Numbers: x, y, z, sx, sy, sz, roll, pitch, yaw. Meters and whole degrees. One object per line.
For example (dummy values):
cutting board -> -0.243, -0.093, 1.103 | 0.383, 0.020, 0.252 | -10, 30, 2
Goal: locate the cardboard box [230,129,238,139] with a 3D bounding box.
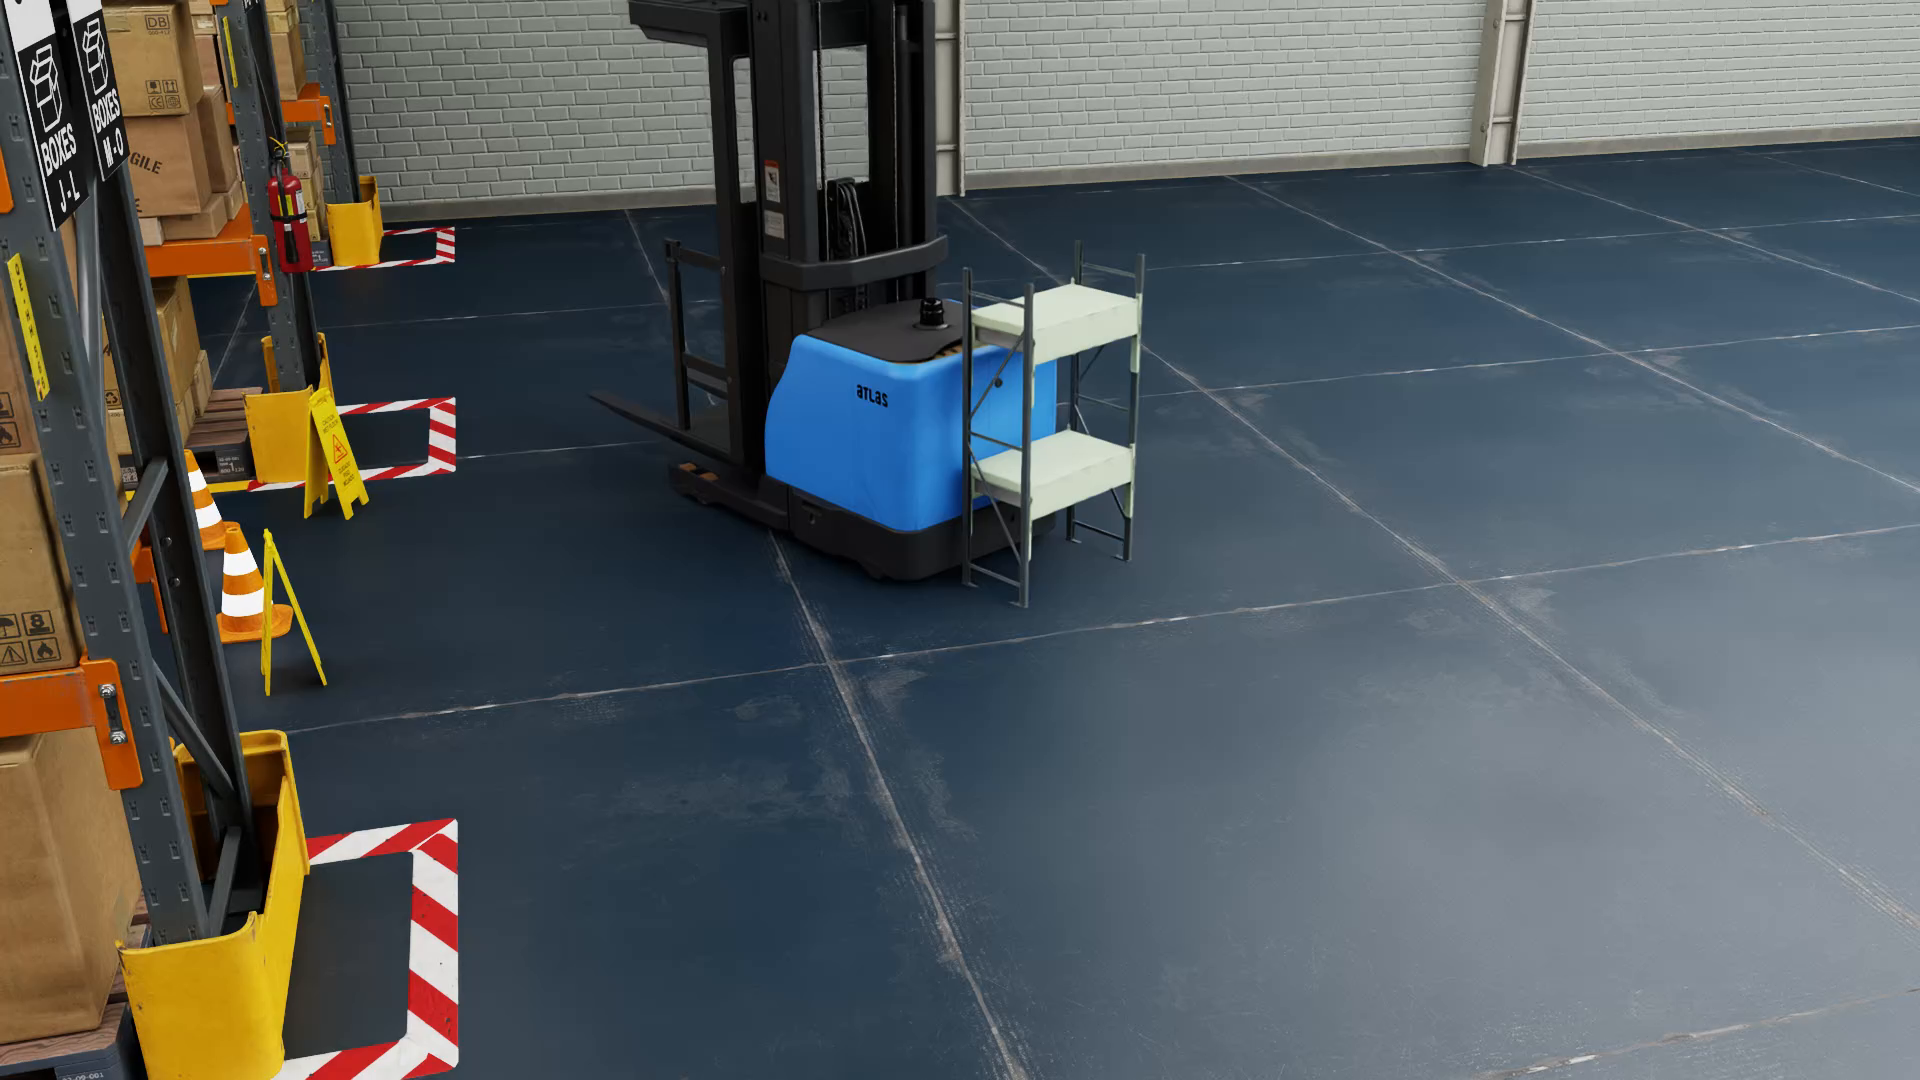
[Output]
cardboard box -> -6.039, -3.161, 13.498 | 0.500, 0.250, 0.500 | -6, 24, -14

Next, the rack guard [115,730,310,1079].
rack guard -> -2.243, 1.093, 5.068 | 0.348, 0.500, 1.175 | -6, 24, -14

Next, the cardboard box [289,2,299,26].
cardboard box -> -5.441, -4.212, 13.313 | 0.250, 0.149, 0.380 | -7, 24, -16

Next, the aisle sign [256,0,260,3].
aisle sign -> -3.724, -3.240, 8.701 | 0.004, 0.787, 0.394 | -6, 24, -14

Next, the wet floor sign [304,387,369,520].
wet floor sign -> -3.228, -0.454, 8.489 | 0.232, 0.644, 0.267 | 2, 23, 4

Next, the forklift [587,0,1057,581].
forklift -> -0.895, -1.653, 8.385 | 1.130, 2.935, 3.031 | -20, 30, -39

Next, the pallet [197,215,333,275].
pallet -> -5.770, -2.427, 13.638 | 1.213, 0.211, 1.003 | -6, 24, -14

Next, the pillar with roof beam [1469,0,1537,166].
pillar with roof beam -> 6.758, -6.474, 11.926 | 0.400, 9.000, 9.100 | -6, 24, -14

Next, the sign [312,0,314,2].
sign -> -4.911, -4.239, 12.556 | 0.005, 0.325, 0.100 | -6, 24, -14

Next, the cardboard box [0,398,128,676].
cardboard box -> -2.611, -0.065, 4.407 | 0.550, 0.550, 0.875 | -6, 24, -14

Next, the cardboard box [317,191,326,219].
cardboard box -> -5.570, -2.757, 13.825 | 0.500, 0.250, 0.500 | -6, 24, -14

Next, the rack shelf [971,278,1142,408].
rack shelf -> 0.418, -0.893, 7.441 | 0.431, 0.370, 0.720 | 21, 31, 40

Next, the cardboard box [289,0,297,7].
cardboard box -> -5.426, -4.332, 13.214 | 0.250, 0.149, 0.380 | -7, 24, -15

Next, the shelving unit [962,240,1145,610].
shelving unit -> 0.418, -0.535, 7.594 | 0.431, 1.500, 0.755 | 21, 31, 40

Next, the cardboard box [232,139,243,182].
cardboard box -> -5.894, -2.970, 13.055 | 0.500, 0.250, 0.500 | -6, 24, -13

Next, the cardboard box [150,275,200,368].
cardboard box -> -4.574, -1.212, 9.274 | 0.500, 0.500, 0.500 | -7, 24, -16

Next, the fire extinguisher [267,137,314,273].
fire extinguisher -> -3.465, -1.723, 8.560 | 0.183, 0.674, 0.296 | -6, 24, -14

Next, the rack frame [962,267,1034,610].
rack frame -> 0.159, -0.433, 7.356 | 0.400, 1.500, 0.023 | 21, 31, 40

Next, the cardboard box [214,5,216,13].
cardboard box -> -5.562, -4.130, 12.745 | 0.250, 0.149, 0.380 | -6, 24, -14

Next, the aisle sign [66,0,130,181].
aisle sign -> -2.278, -1.369, 4.340 | 0.004, 0.787, 0.394 | -6, 24, -14

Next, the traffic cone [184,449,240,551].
traffic cone -> -3.766, -0.220, 8.176 | 0.334, 0.463, 0.336 | -6, 24, -14

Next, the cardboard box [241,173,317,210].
cardboard box -> -5.429, -2.794, 13.278 | 0.500, 0.250, 0.500 | -7, 24, -15

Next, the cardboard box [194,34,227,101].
cardboard box -> -5.949, -3.648, 12.820 | 0.500, 0.500, 0.500 | -6, 24, -13

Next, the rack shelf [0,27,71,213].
rack shelf -> -4.191, -0.888, 3.623 | 4.000, 0.370, 1.077 | -6, 24, -14

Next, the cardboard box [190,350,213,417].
cardboard box -> -4.551, -0.870, 9.428 | 0.500, 0.250, 0.500 | -7, 24, -15

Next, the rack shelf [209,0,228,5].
rack shelf -> -5.626, -2.756, 7.978 | 4.000, 0.370, 1.077 | -6, 24, -14

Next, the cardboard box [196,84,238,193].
cardboard box -> -4.231, -2.159, 8.973 | 0.500, 0.500, 0.500 | -7, 24, -15

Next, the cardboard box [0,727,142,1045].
cardboard box -> -2.901, 0.828, 4.679 | 0.875, 0.875, 0.875 | -6, 24, -14

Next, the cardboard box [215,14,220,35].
cardboard box -> -5.541, -3.968, 12.744 | 0.250, 0.149, 0.380 | -6, 24, -14

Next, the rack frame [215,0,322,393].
rack frame -> -3.700, -1.921, 8.924 | 0.127, 3.000, 1.000 | -6, 24, -14

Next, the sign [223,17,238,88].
sign -> -3.569, -2.386, 8.137 | 0.005, 0.325, 0.100 | -6, 24, -14

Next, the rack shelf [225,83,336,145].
rack shelf -> -6.970, -3.262, 12.960 | 4.000, 0.370, 1.077 | -6, 24, -14

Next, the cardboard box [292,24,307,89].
cardboard box -> -5.597, -3.904, 13.418 | 0.500, 0.500, 0.500 | -6, 24, -13

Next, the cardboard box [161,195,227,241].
cardboard box -> -4.002, -1.685, 8.691 | 0.250, 0.149, 0.380 | -5, 24, -13

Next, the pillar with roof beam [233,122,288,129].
pillar with roof beam -> -4.795, -5.196, 8.948 | 0.400, 9.000, 9.100 | -6, 24, -14
